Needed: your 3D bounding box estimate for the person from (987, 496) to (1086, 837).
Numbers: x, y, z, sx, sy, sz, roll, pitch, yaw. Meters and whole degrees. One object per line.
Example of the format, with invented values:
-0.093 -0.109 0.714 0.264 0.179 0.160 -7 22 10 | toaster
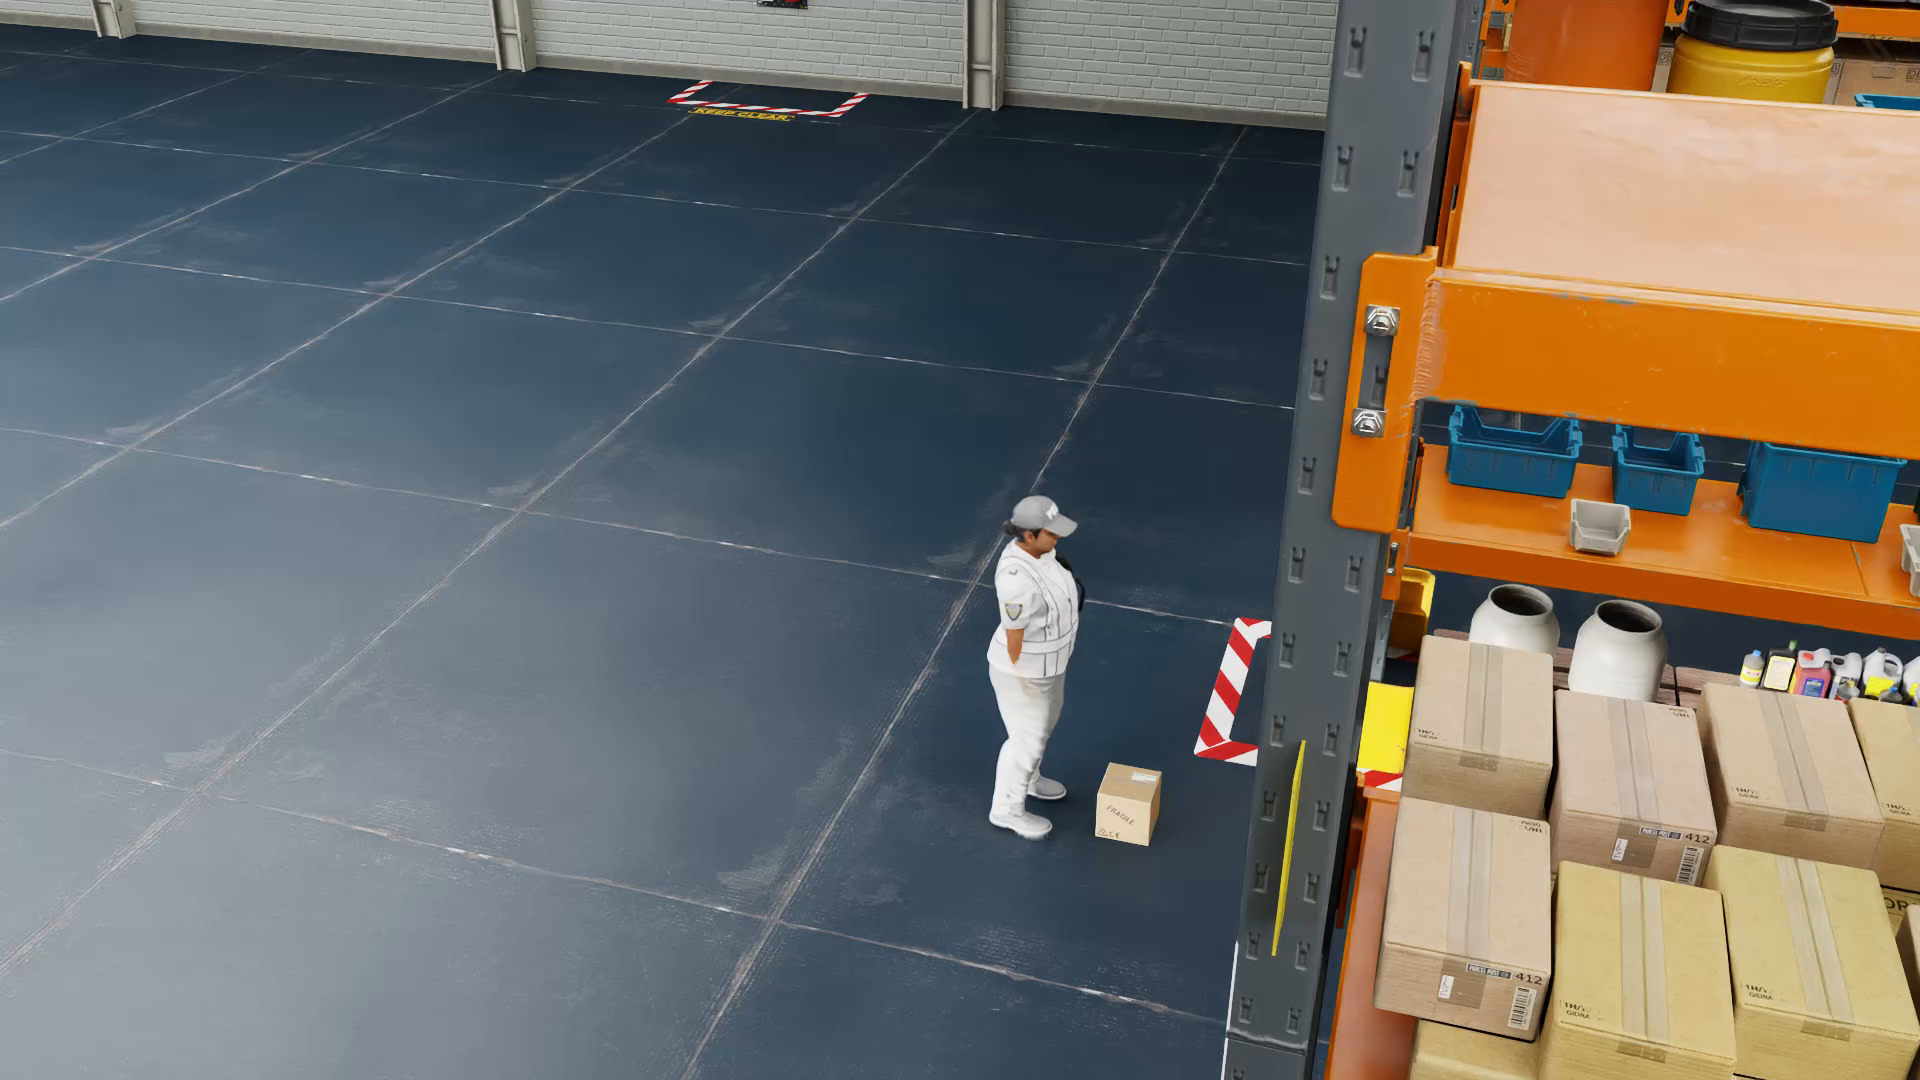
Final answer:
0.337 0.545 7.539 0.391 1.659 0.468 9 31 16 | person
